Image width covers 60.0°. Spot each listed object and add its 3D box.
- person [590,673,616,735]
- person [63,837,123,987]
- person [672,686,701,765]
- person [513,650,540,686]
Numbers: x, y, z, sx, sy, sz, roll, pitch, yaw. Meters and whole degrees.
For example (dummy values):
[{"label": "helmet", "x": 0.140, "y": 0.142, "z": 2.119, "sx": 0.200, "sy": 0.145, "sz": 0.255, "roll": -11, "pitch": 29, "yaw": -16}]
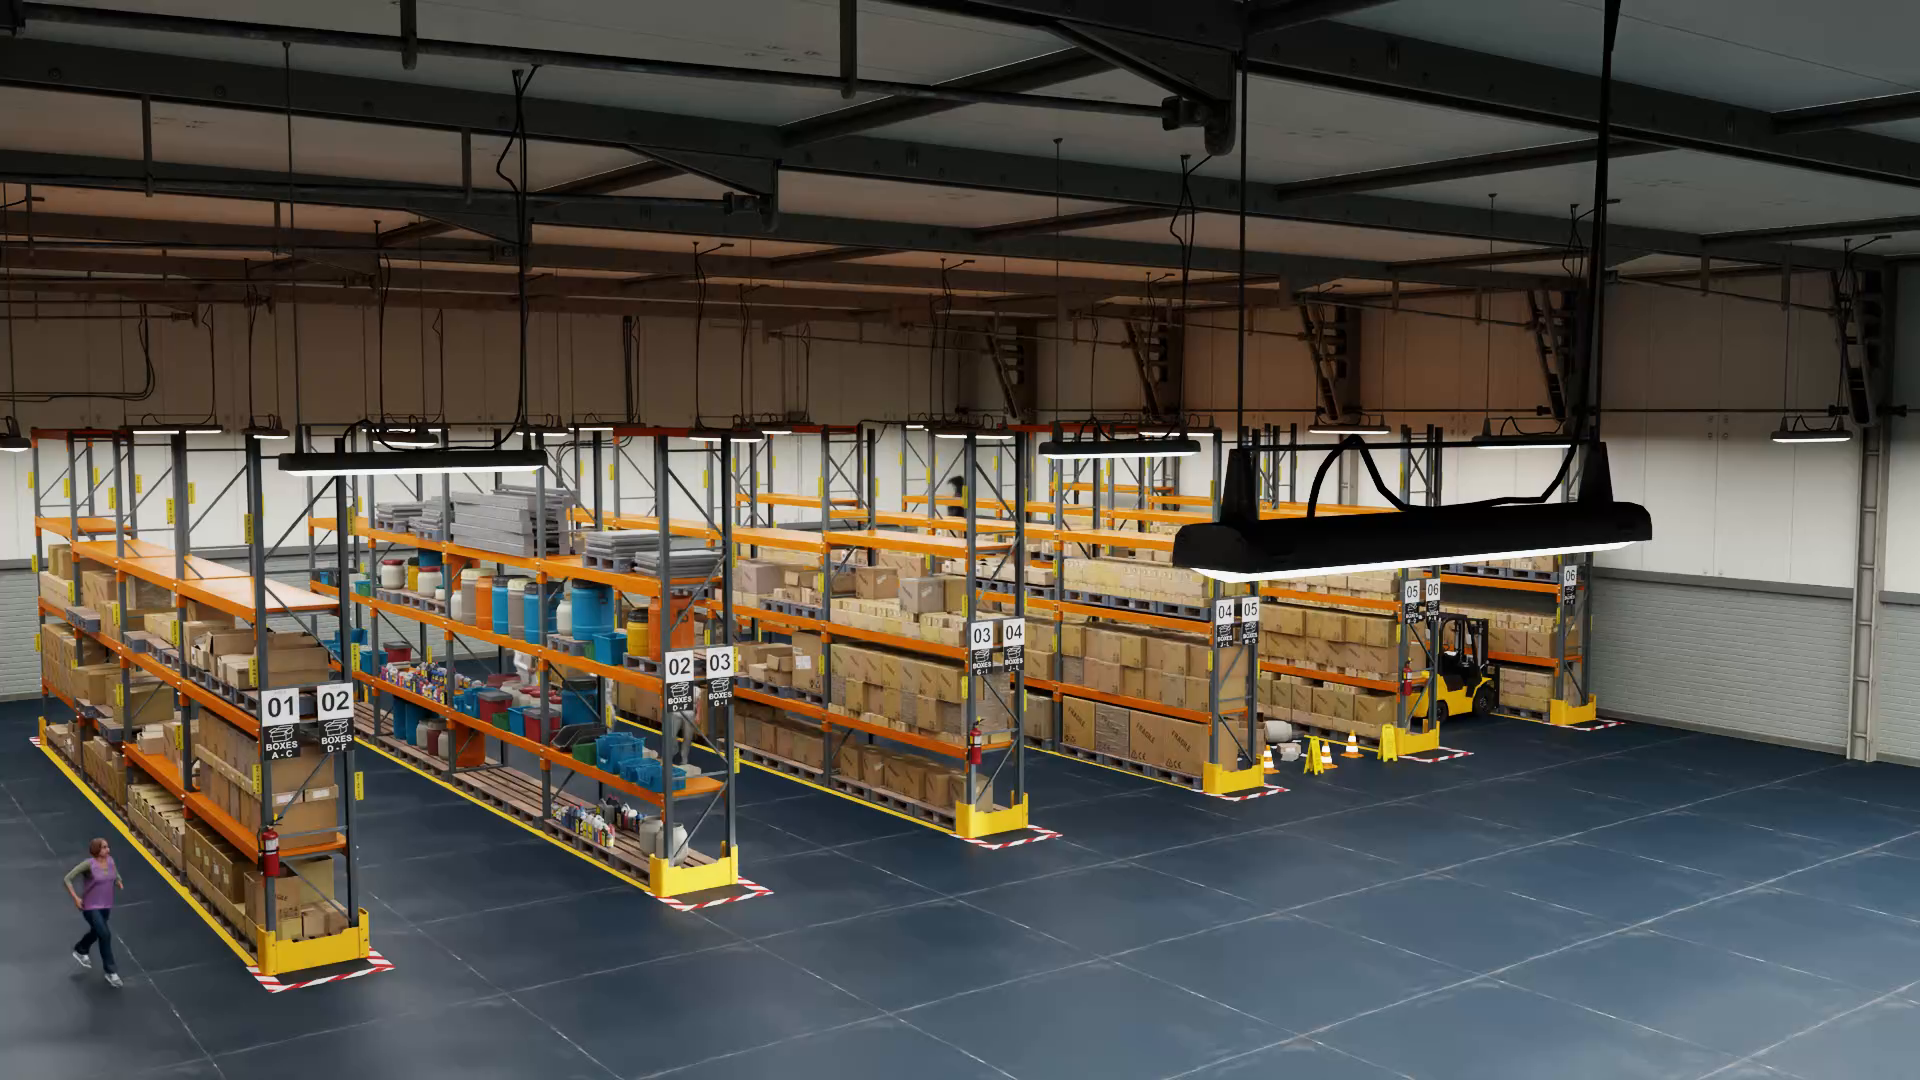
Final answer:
[{"label": "person", "x": -6.686, "y": 3.031, "z": 30.963, "sx": 0.704, "sy": 1.750, "sz": 1.000, "roll": -4, "pitch": 6, "yaw": -45}, {"label": "person", "x": -9.590, "y": 4.083, "z": 18.397, "sx": 0.869, "sy": 1.621, "sz": 0.571, "roll": 2, "pitch": 5, "yaw": 22}, {"label": "person", "x": -4.967, "y": 3.139, "z": 29.755, "sx": 0.674, "sy": 1.784, "sz": 0.527, "roll": 0, "pitch": 4, "yaw": -4}, {"label": "person", "x": -8.977, "y": 2.783, "z": 34.214, "sx": 0.930, "sy": 1.740, "sz": 0.699, "roll": 3, "pitch": 6, "yaw": 37}]
